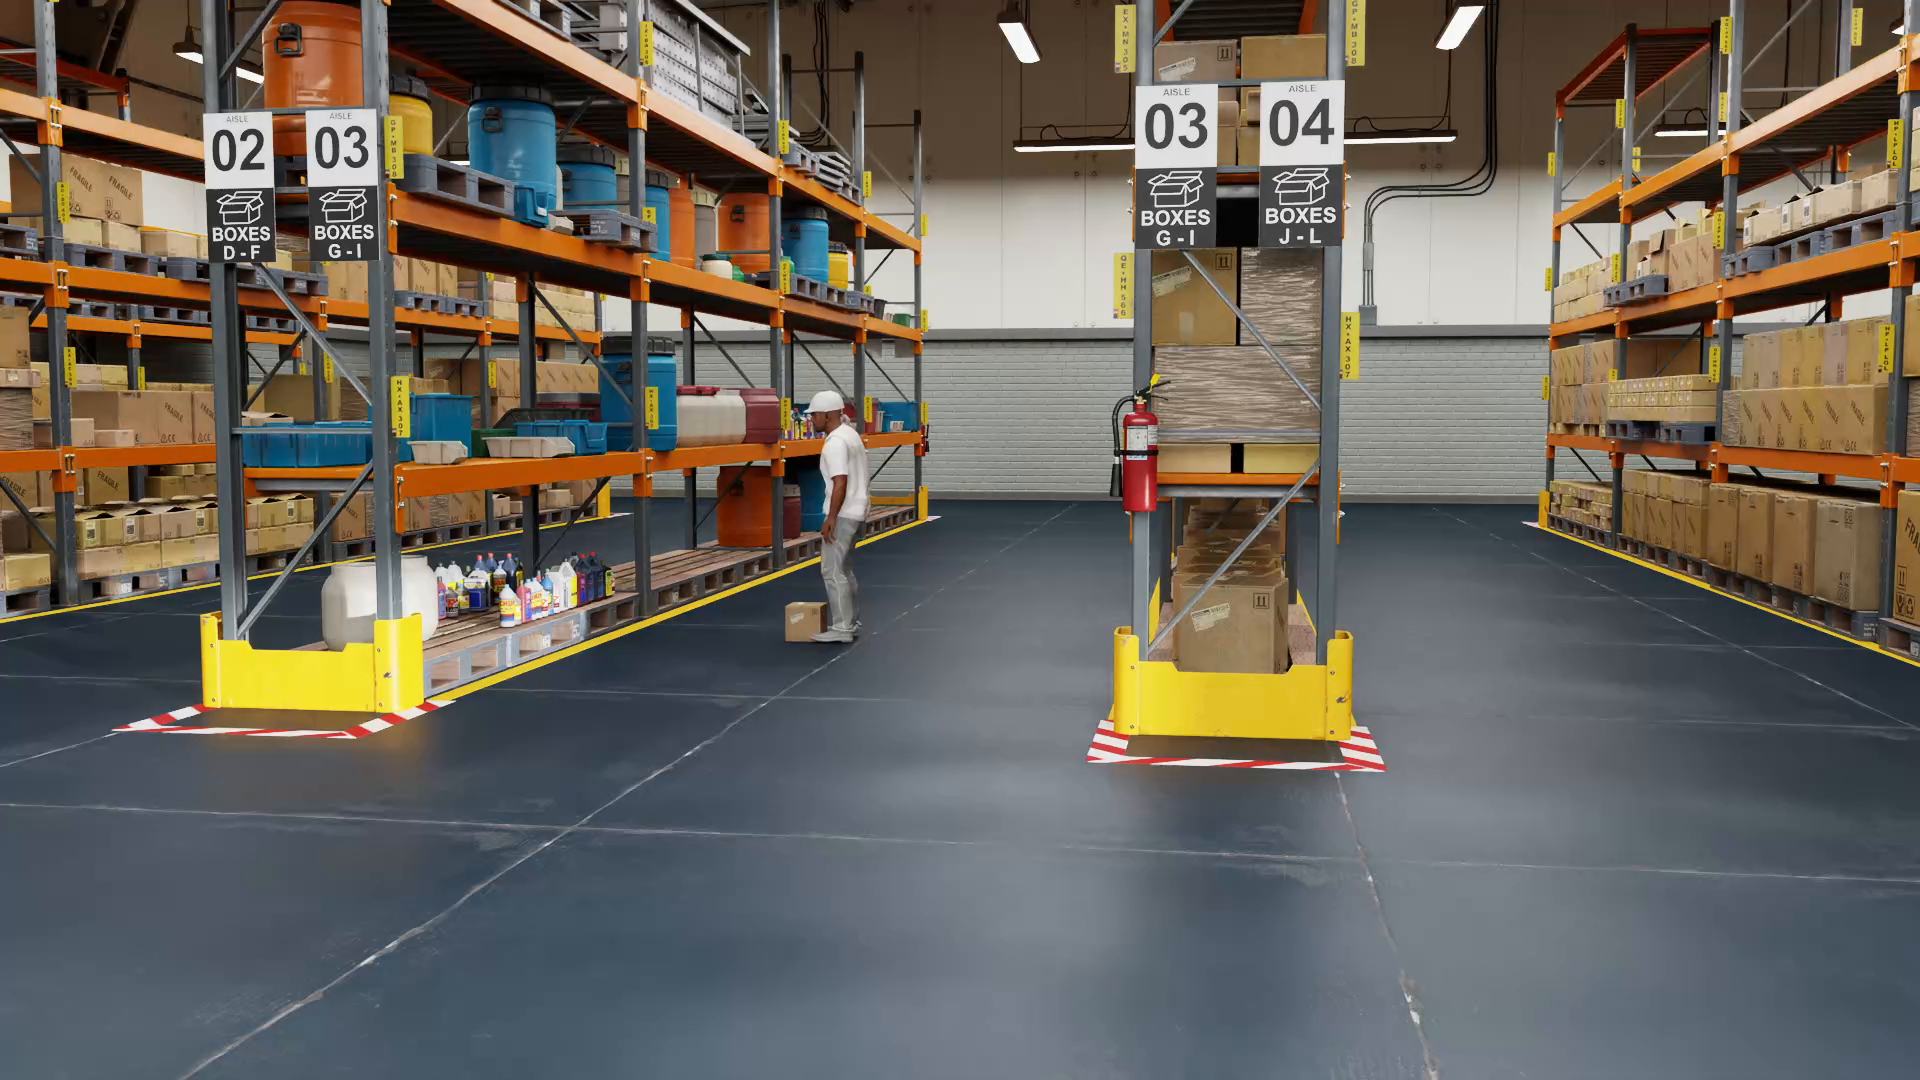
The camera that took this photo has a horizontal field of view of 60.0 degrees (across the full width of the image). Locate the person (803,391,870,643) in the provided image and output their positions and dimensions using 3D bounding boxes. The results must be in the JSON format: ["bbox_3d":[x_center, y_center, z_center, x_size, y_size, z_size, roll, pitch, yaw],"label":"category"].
[{"bbox_3d":[-0.866,-0.168,11.704,0.462,1.759,0.633,0,4,5],"label":"person"}]
